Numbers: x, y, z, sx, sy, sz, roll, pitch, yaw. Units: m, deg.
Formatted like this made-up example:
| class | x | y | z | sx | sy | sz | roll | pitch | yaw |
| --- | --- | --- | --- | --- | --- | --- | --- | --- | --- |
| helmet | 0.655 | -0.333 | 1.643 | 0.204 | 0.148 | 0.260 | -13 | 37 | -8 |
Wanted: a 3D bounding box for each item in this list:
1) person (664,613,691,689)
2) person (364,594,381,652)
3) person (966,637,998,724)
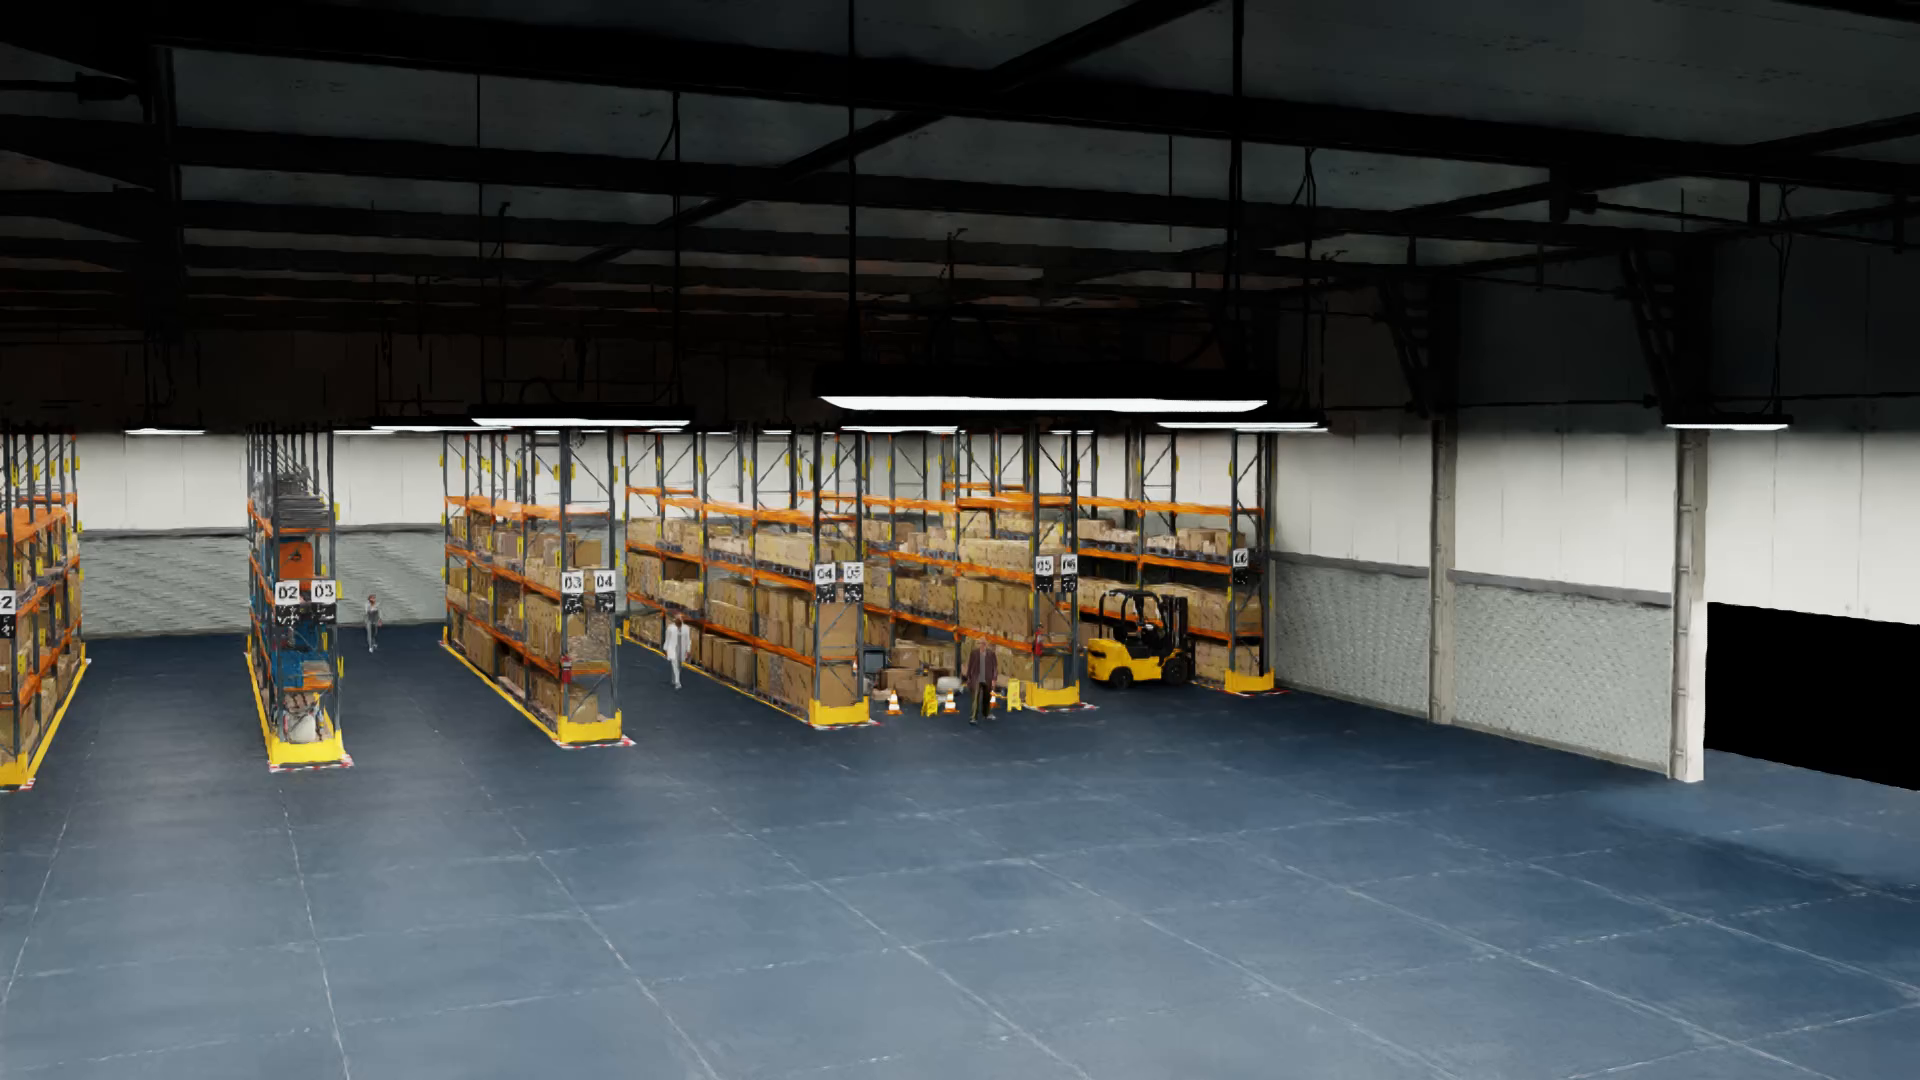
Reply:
| class | x | y | z | sx | sy | sz | roll | pitch | yaw |
| --- | --- | --- | --- | --- | --- | --- | --- | --- | --- |
| person | -6.395 | 2.496 | 37.748 | 0.588 | 1.700 | 1.193 | -2 | 4 | -27 |
| person | -15.660 | 2.182 | 44.365 | 0.417 | 1.525 | 1.034 | -2 | 4 | -26 |
| person | 0.438 | 2.781 | 33.135 | 0.631 | 1.733 | 1.016 | 0 | 4 | -1 |
